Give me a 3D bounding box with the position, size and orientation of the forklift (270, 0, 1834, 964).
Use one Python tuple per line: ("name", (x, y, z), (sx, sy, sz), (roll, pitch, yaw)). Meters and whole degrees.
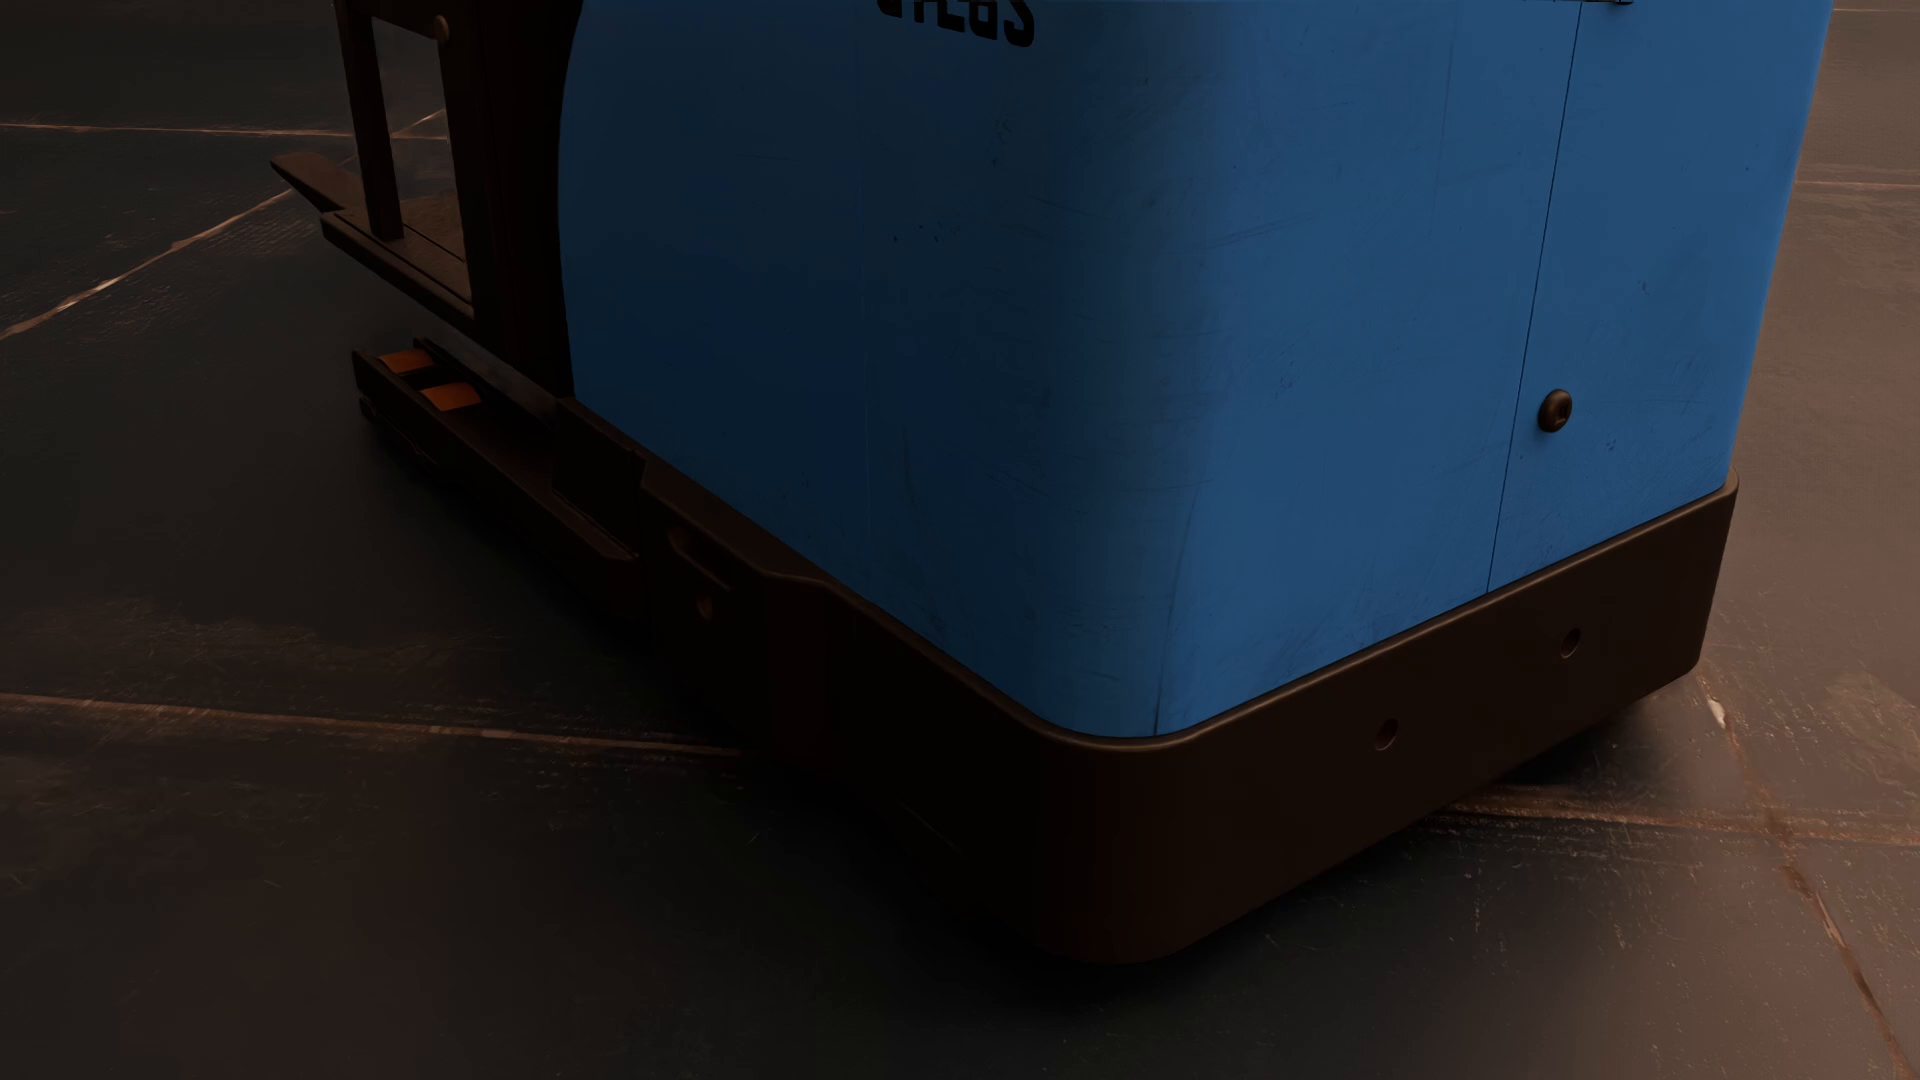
("forklift", (-0.363, -1.514, 2.252), (1.130, 2.935, 3.031), (-18, 32, -32))
